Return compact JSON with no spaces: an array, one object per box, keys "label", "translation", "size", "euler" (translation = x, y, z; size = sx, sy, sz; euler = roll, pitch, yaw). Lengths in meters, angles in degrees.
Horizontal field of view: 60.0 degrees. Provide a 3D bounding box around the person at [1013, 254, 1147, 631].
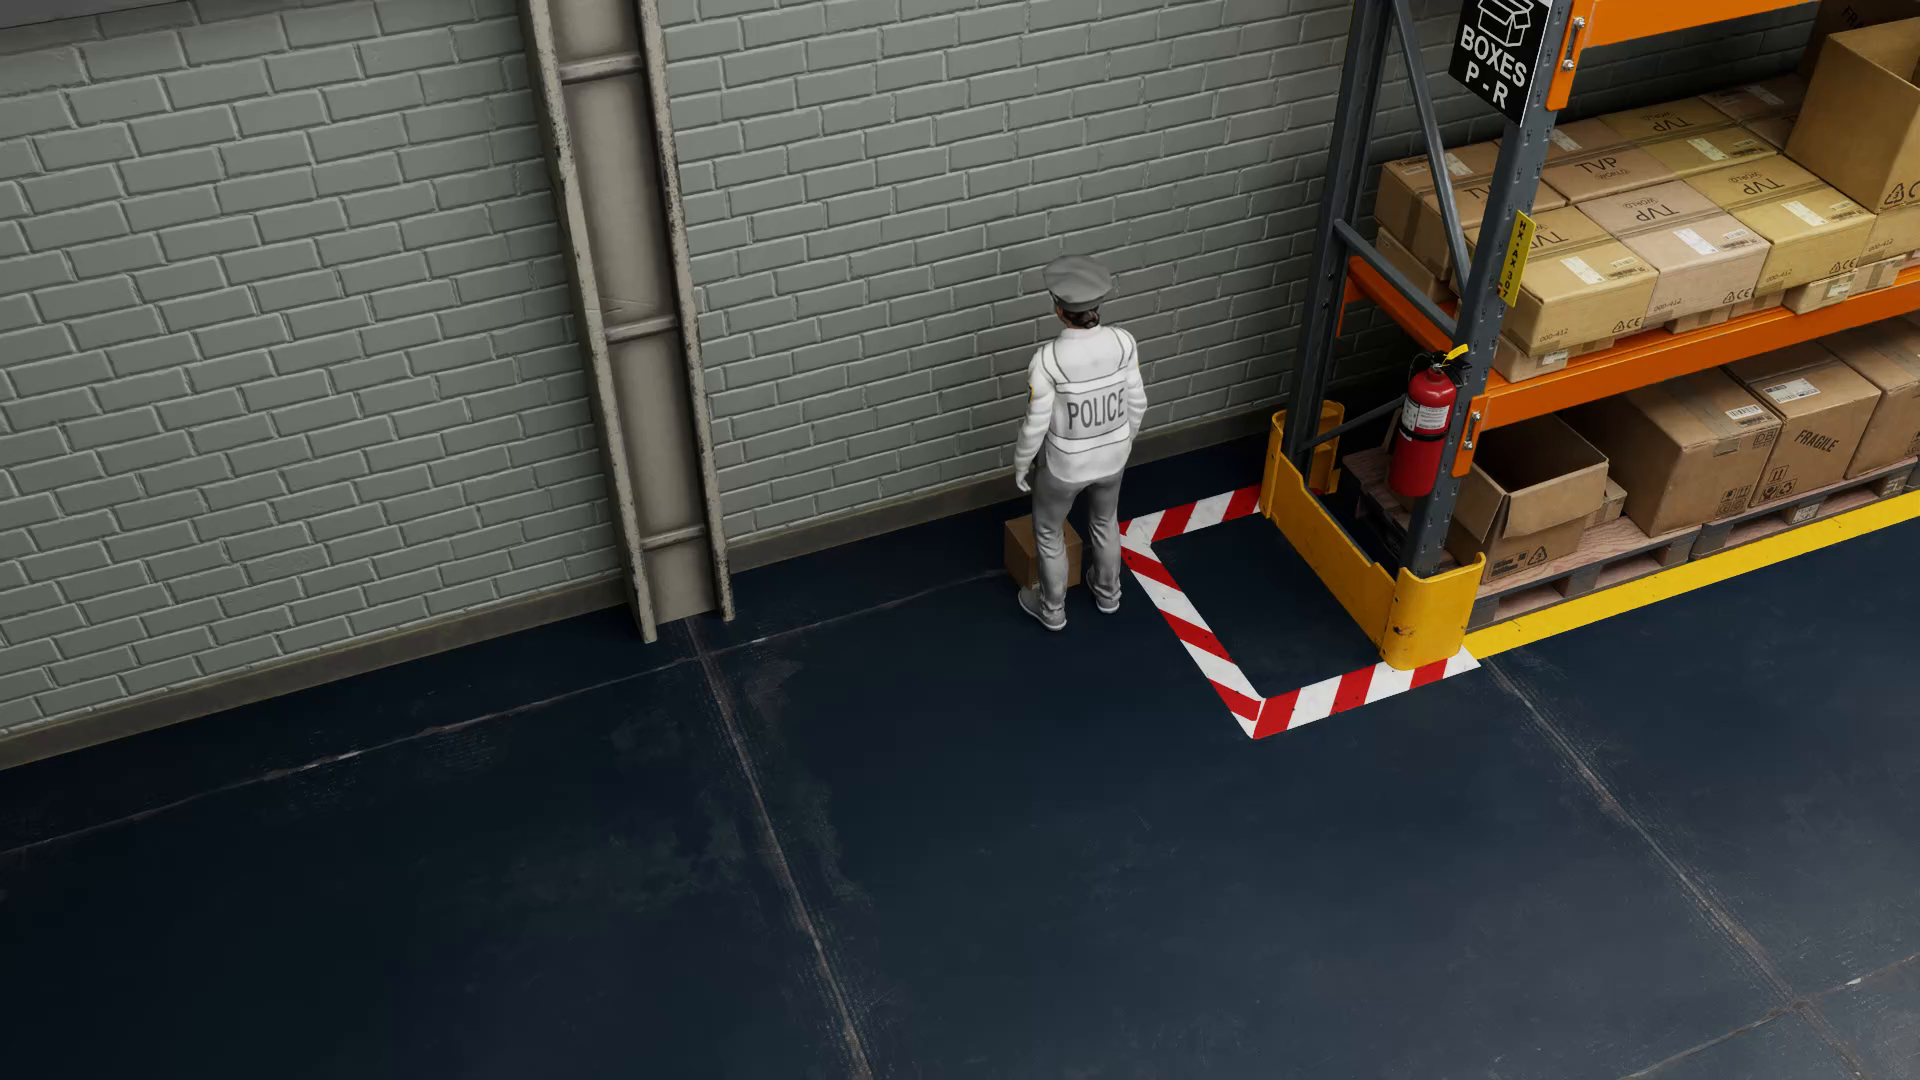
[{"label":"person","translation":[0.460,-0.327,6.519],"size":[0.529,1.664,0.371],"euler":[-15,44,-16]}]
